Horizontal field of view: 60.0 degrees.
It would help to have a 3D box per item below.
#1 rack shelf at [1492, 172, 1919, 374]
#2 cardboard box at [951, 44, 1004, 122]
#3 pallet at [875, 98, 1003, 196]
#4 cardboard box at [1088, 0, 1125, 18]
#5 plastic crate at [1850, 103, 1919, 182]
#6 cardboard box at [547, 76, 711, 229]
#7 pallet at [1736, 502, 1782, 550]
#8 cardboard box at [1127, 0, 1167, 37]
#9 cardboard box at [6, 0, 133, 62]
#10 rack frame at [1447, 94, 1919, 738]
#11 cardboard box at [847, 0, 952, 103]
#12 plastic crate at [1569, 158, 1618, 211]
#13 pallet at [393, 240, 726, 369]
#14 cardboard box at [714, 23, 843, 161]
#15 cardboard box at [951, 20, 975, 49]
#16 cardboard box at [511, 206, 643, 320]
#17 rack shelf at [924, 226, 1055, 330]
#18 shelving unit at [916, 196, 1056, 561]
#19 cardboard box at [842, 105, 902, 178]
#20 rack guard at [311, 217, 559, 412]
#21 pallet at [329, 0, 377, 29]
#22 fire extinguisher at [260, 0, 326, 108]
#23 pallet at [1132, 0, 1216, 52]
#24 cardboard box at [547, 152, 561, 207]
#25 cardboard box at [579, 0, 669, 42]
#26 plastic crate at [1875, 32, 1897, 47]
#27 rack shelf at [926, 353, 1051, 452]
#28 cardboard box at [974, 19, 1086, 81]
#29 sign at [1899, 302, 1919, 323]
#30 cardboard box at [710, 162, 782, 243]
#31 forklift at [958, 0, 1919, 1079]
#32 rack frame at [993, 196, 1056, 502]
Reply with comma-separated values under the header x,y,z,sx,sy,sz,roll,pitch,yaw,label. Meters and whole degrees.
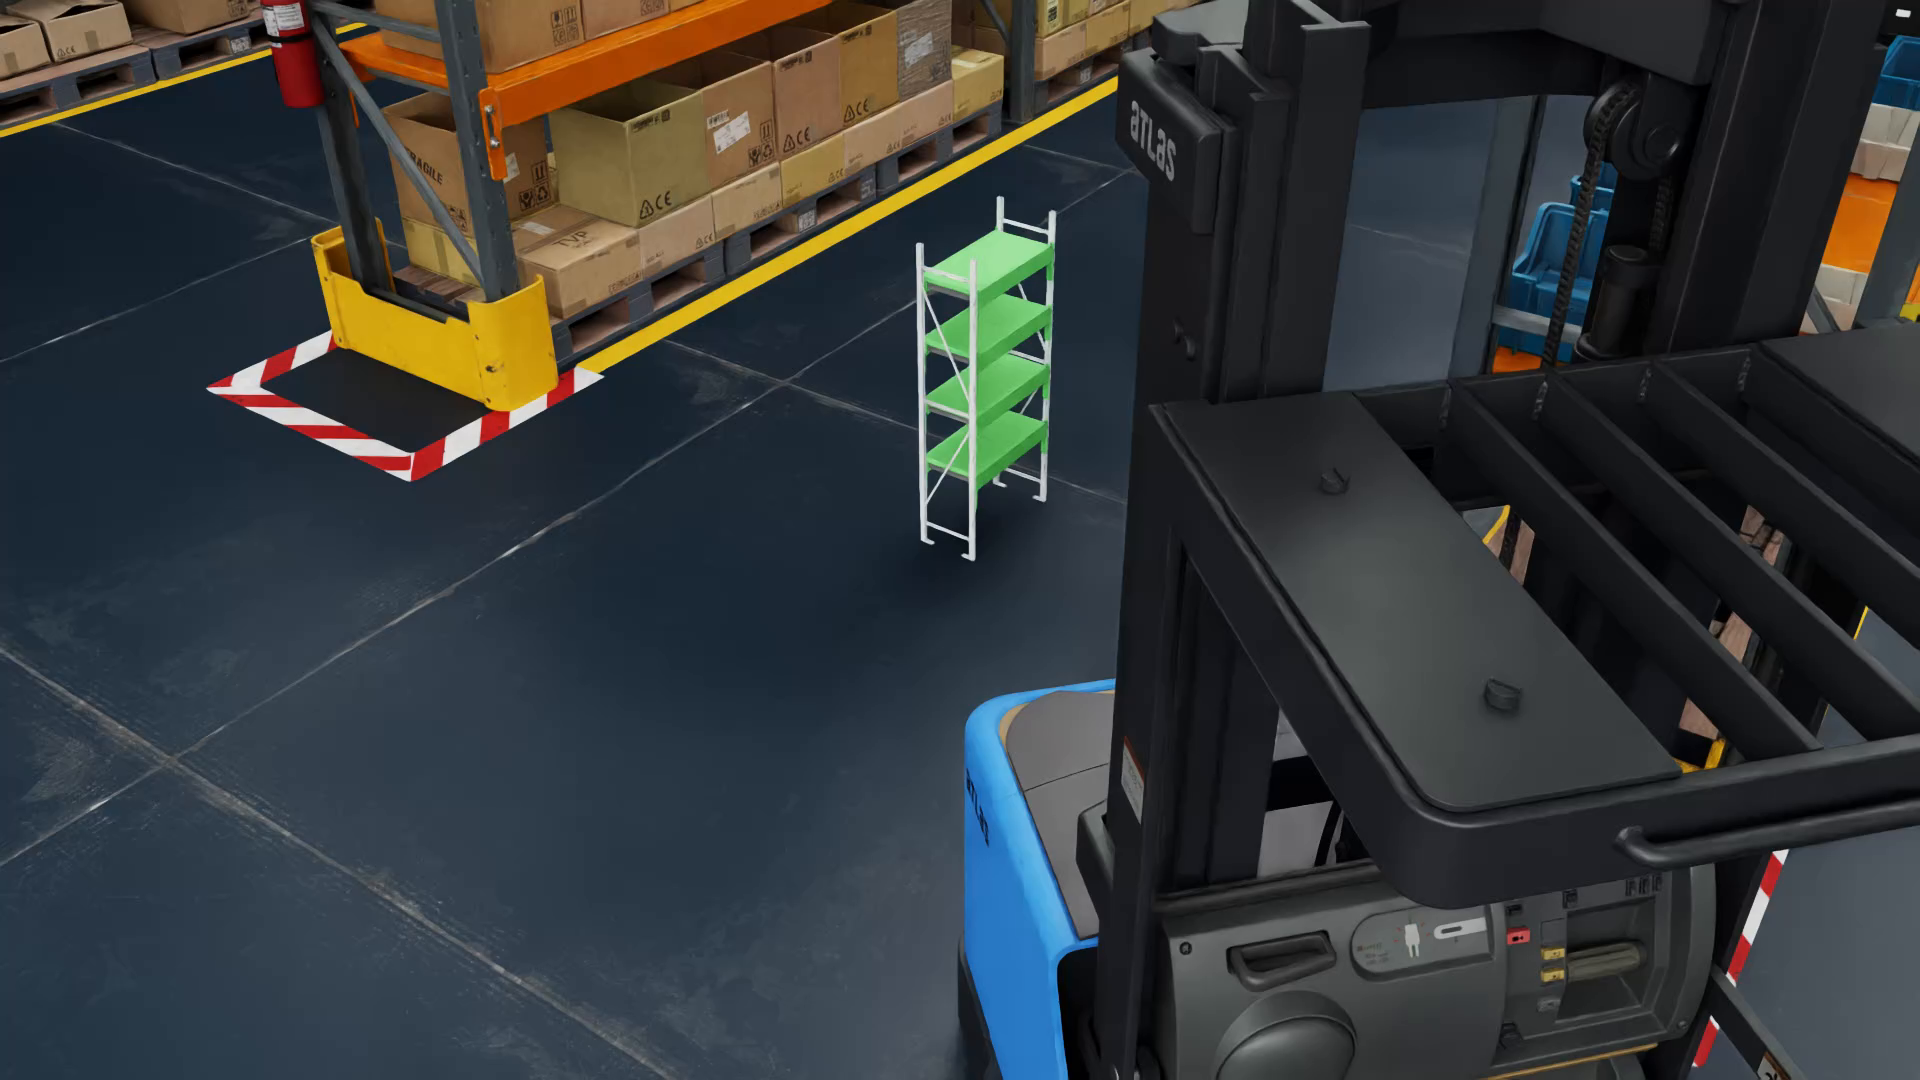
x,y,z,sx,sy,sz,roll,pitch,yaw,label
2.920,-1.087,5.822,1.077,0.370,4.000,21,39,28,rack shelf
-0.092,-2.641,9.558,0.500,0.250,0.500,21,39,28,cardboard box
-0.495,-2.382,9.583,1.003,0.211,1.213,21,39,28,pallet
0.723,-3.496,10.321,0.500,0.311,0.500,21,39,28,cardboard box
3.342,-1.368,5.831,0.530,0.136,0.437,21,39,28,plastic crate
-1.516,-1.801,7.645,0.500,0.500,0.500,21,39,28,cardboard box
2.948,-0.291,6.492,1.003,0.211,1.213,21,39,28,pallet
1.012,-3.505,10.835,0.500,0.250,0.500,20,39,27,cardboard box
-5.566,-3.250,10.385,0.500,0.311,0.500,25,41,32,cardboard box
1.779,-0.465,4.260,1.000,3.000,0.127,21,39,28,rack frame
-0.387,-2.725,9.013,0.500,0.500,0.500,21,39,28,cardboard box
2.194,-1.026,5.222,0.499,0.251,0.408,21,39,28,plastic crate
-1.886,-1.259,7.923,1.003,0.211,1.213,21,39,28,pallet
-0.942,-2.259,8.324,0.500,0.500,0.500,21,39,28,cardboard box
-0.009,-3.208,10.395,0.500,0.250,0.500,21,39,28,cardboard box
-1.799,-1.259,7.514,0.500,0.250,0.500,21,39,28,cardboard box
0.094,-0.918,5.793,0.258,0.148,0.480,21,39,28,rack shelf
0.094,-0.573,6.027,0.258,1.200,0.503,21,39,28,shelving unit
-0.658,-2.179,8.875,0.500,0.250,0.500,21,39,28,cardboard box
-2.302,-1.002,7.286,1.175,0.500,0.348,21,39,28,rack guard
-4.433,-3.994,11.968,1.003,0.211,1.213,21,39,28,pallet
-2.737,-2.111,6.762,0.296,0.674,0.183,21,39,28,fire extinguisher
1.076,-3.650,11.458,1.003,0.211,1.213,21,39,28,pallet
-1.950,-1.659,8.105,0.500,0.250,0.500,21,39,28,cardboard box
-1.716,-2.544,7.245,0.700,0.500,0.500,22,40,29,cardboard box
3.657,-2.080,6.703,0.767,0.338,0.504,21,39,28,plastic crate
0.094,-0.520,6.062,0.258,0.148,0.480,21,39,28,rack shelf
0.426,-3.031,10.134,0.500,0.250,0.500,20,39,27,cardboard box
2.229,-0.402,3.919,0.100,0.325,0.005,21,39,28,sign
-1.232,-1.721,8.196,0.500,0.250,0.500,21,39,28,cardboard box
0.828,0.781,2.479,1.130,2.935,3.031,-7,35,-11,forklift
0.234,-0.685,6.193,0.240,1.200,0.015,21,39,28,rack frame
